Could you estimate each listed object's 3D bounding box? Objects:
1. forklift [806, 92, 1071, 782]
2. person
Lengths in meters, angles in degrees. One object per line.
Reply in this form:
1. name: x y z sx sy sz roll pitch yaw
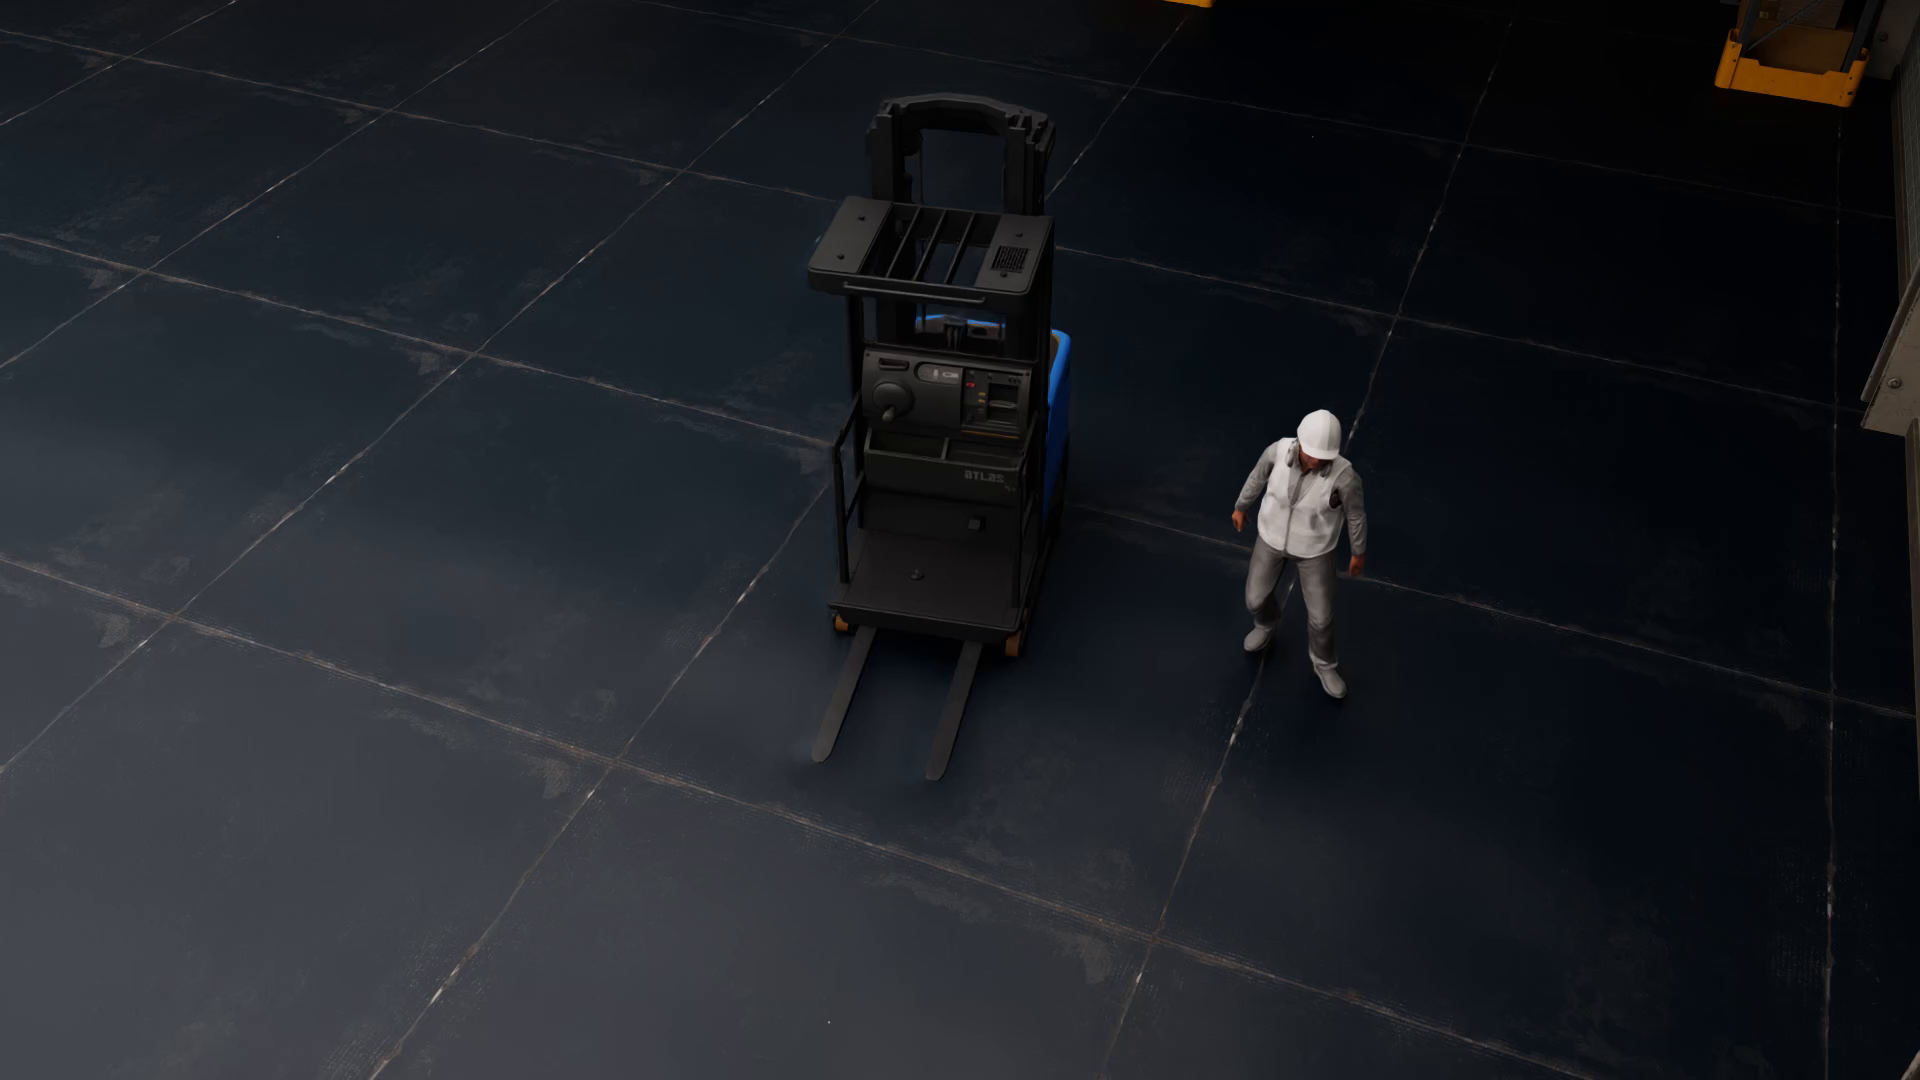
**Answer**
1. forklift: -0.118 -0.719 8.865 1.130 2.935 3.031 8 41 9
2. person: 1.818 0.009 8.870 0.844 1.732 0.435 20 44 23
